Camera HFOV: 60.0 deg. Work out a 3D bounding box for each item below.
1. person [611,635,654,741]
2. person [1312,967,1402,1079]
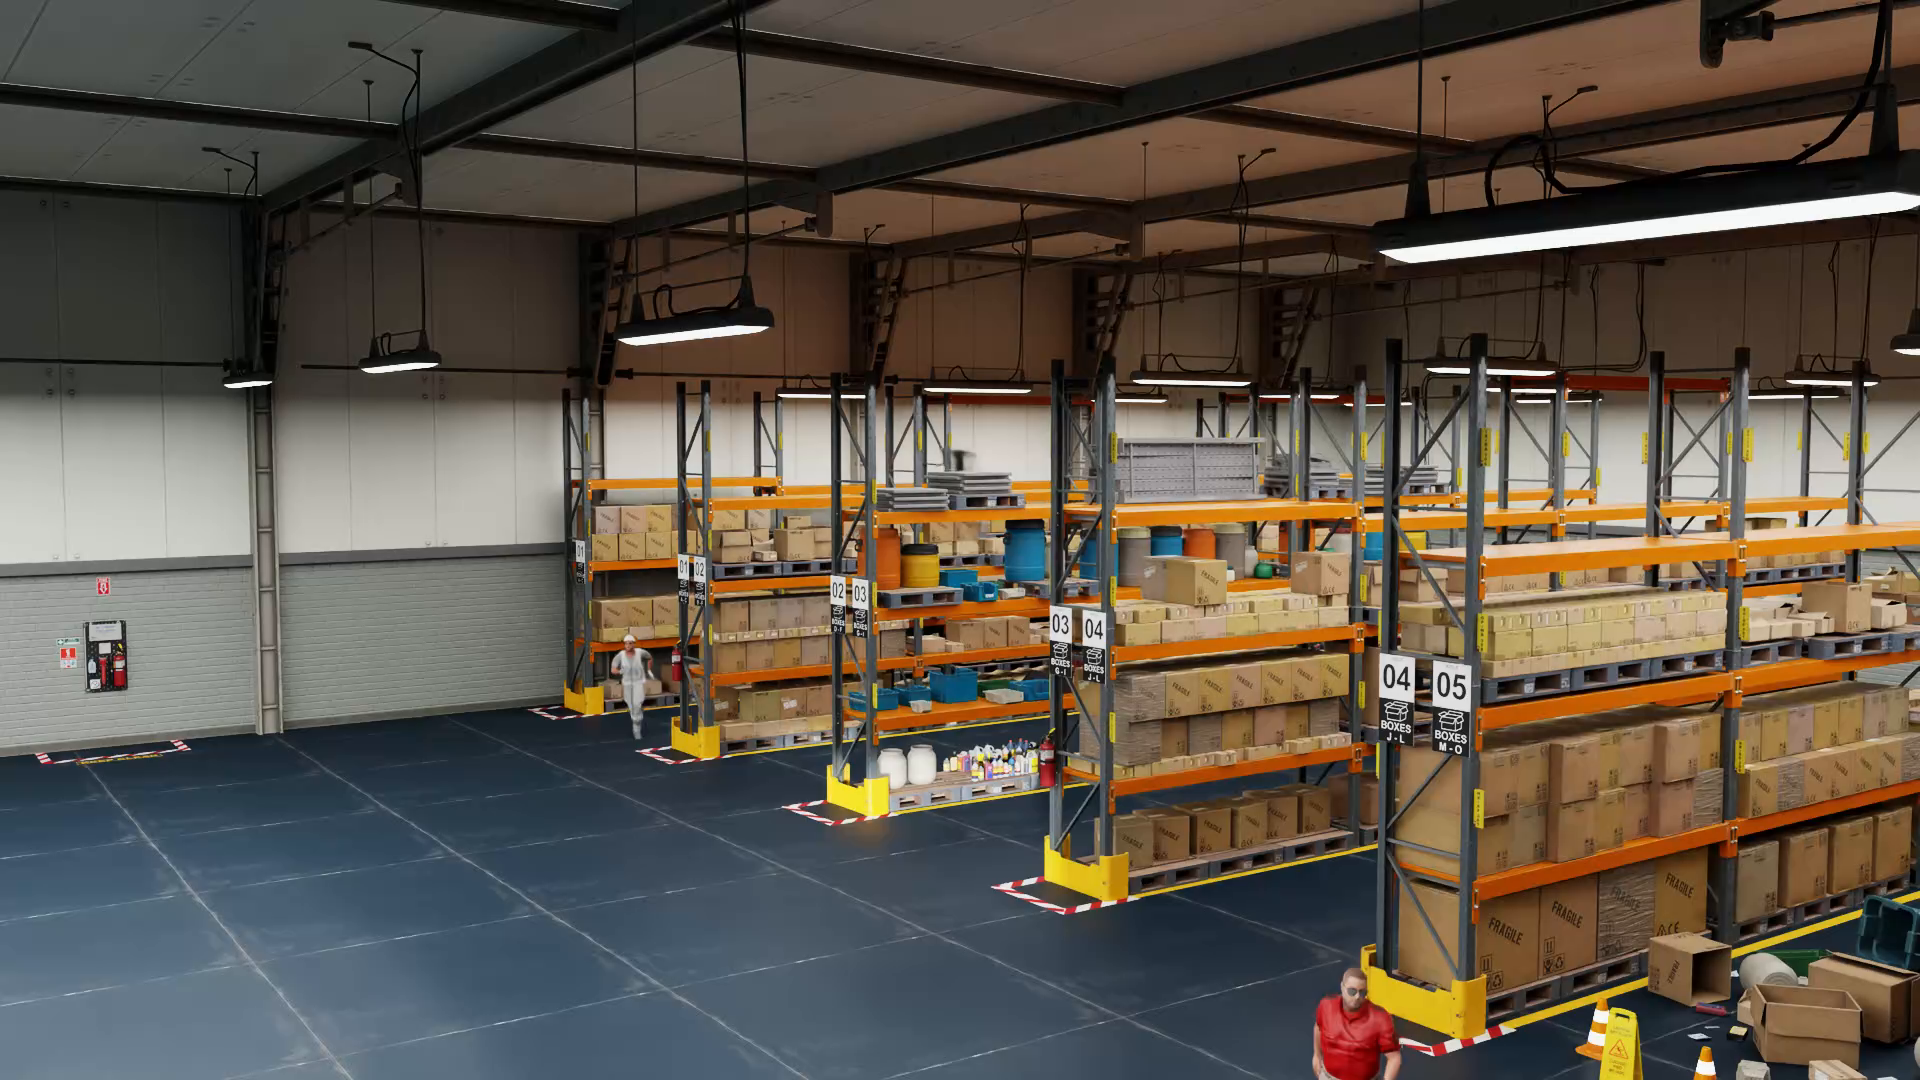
[{"bbox_3d":[-5.533,2.470,28.187,0.672,1.769,0.952,0,4,3],"label":"person"},{"bbox_3d":[2.575,3.611,10.903,0.639,1.670,0.816,1,4,21],"label":"person"}]
